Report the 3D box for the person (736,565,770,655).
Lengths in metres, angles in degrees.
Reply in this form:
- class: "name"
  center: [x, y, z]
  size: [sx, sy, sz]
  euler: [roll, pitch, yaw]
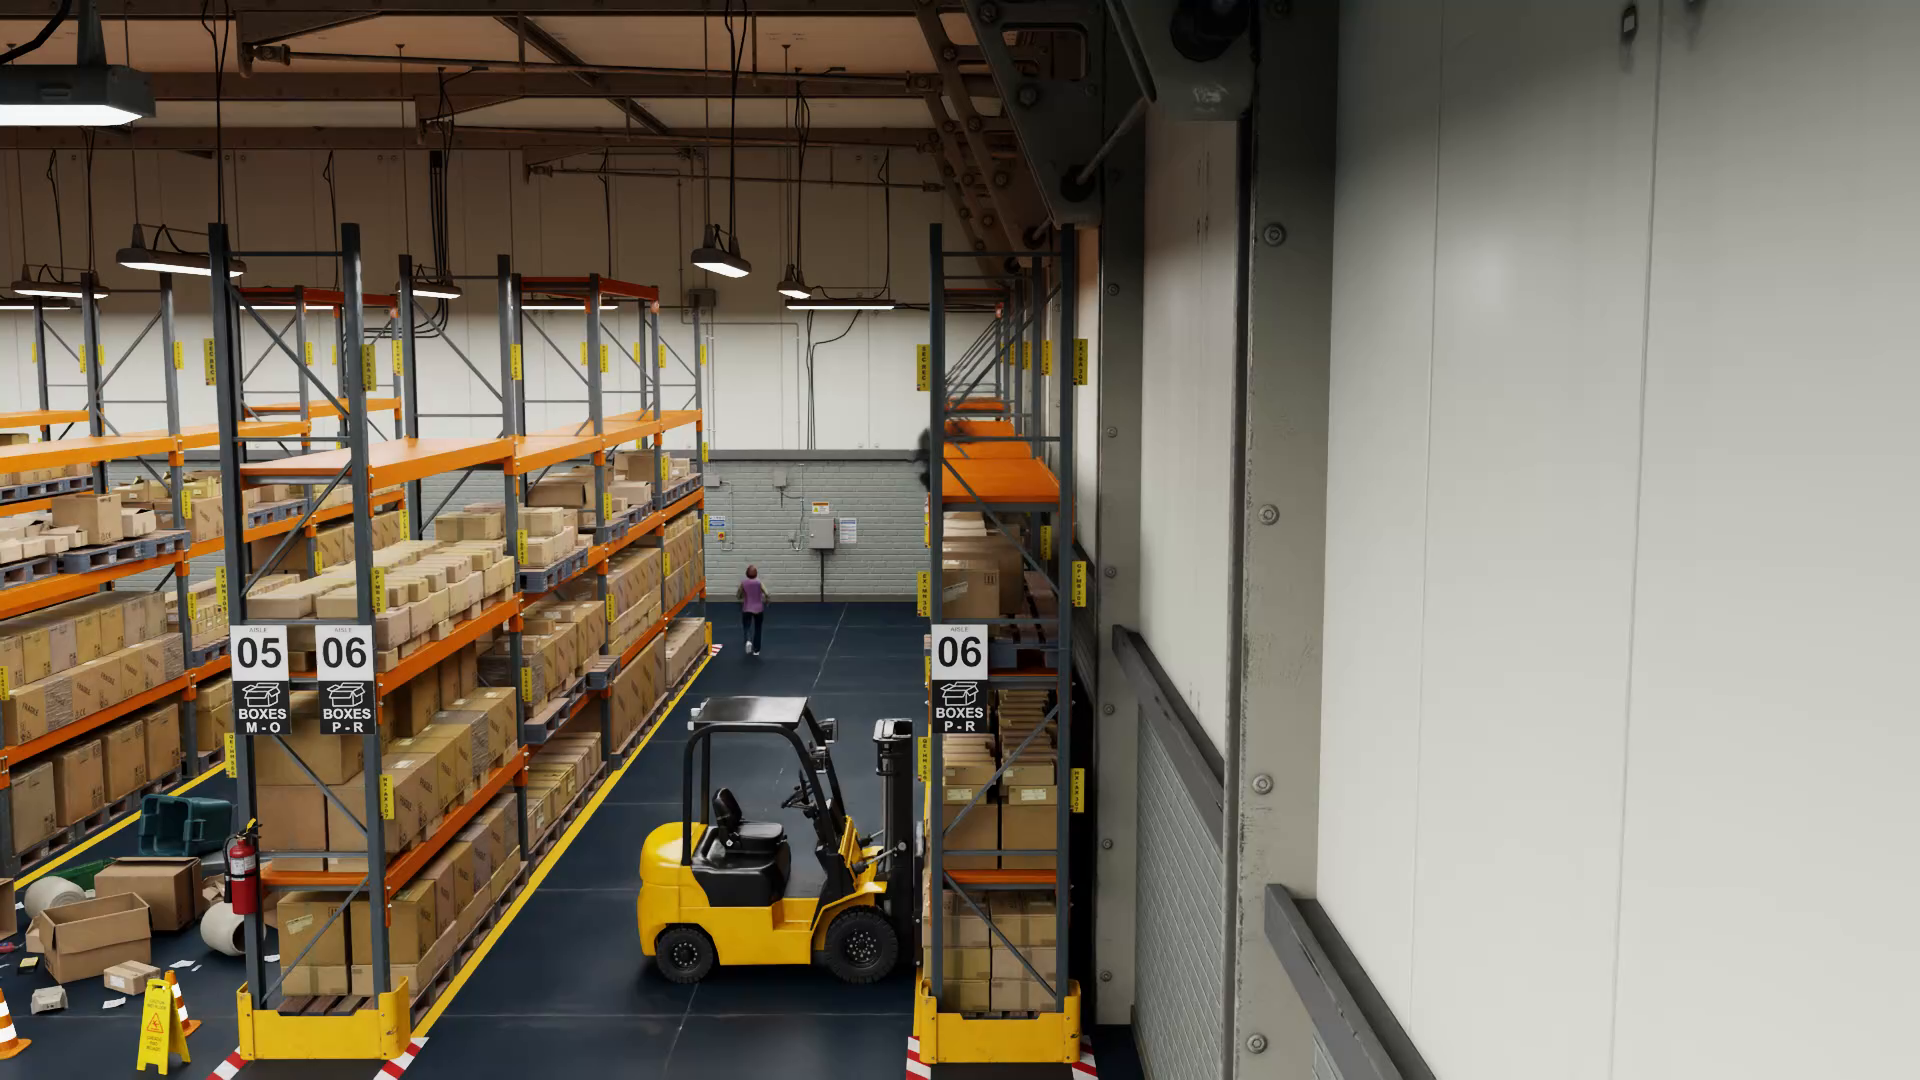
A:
- class: "person"
  center: [-3.423, 1.177, 27.615]
  size: [0.568, 1.556, 0.760]
  euler: [0, 7, -3]
